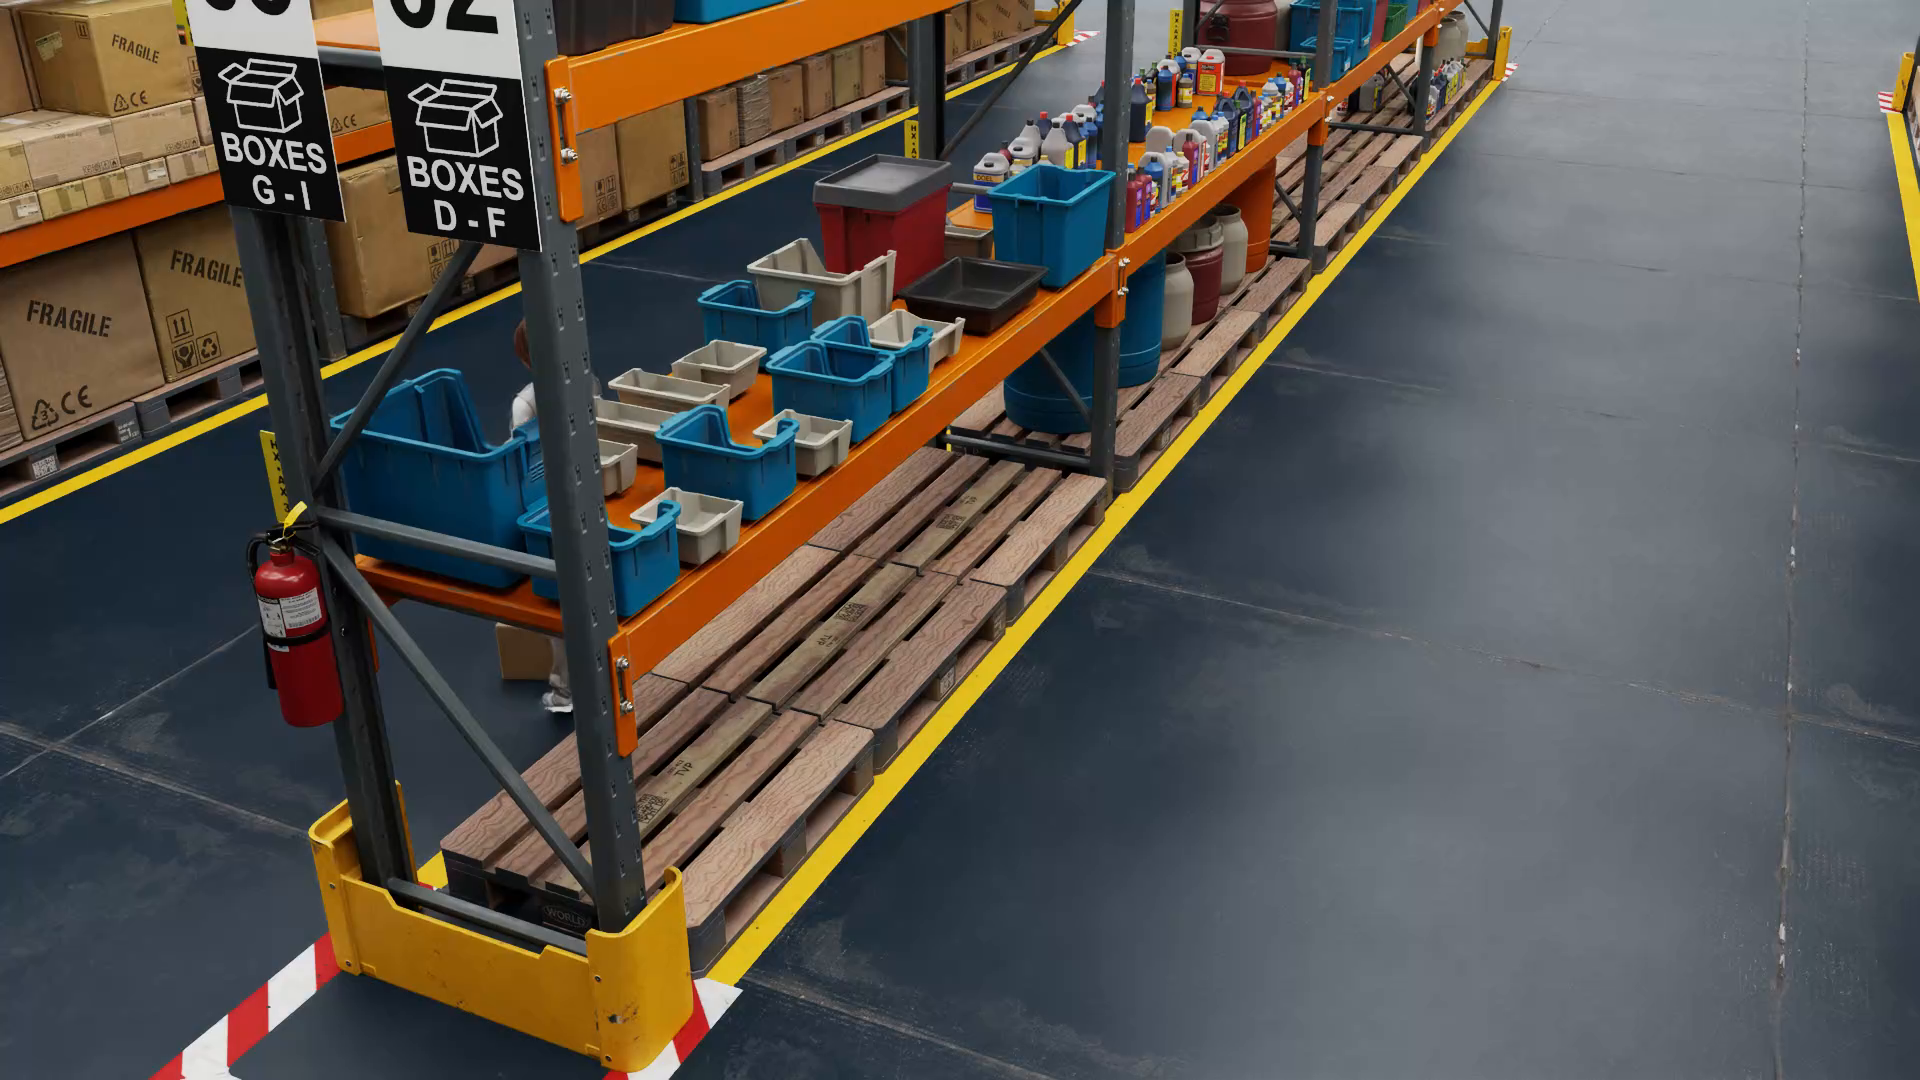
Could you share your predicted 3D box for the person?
[{"bbox_3d":[-1.466,-0.077,6.289,0.503,1.642,0.317,-24,35,-39],"label":"person"}]
